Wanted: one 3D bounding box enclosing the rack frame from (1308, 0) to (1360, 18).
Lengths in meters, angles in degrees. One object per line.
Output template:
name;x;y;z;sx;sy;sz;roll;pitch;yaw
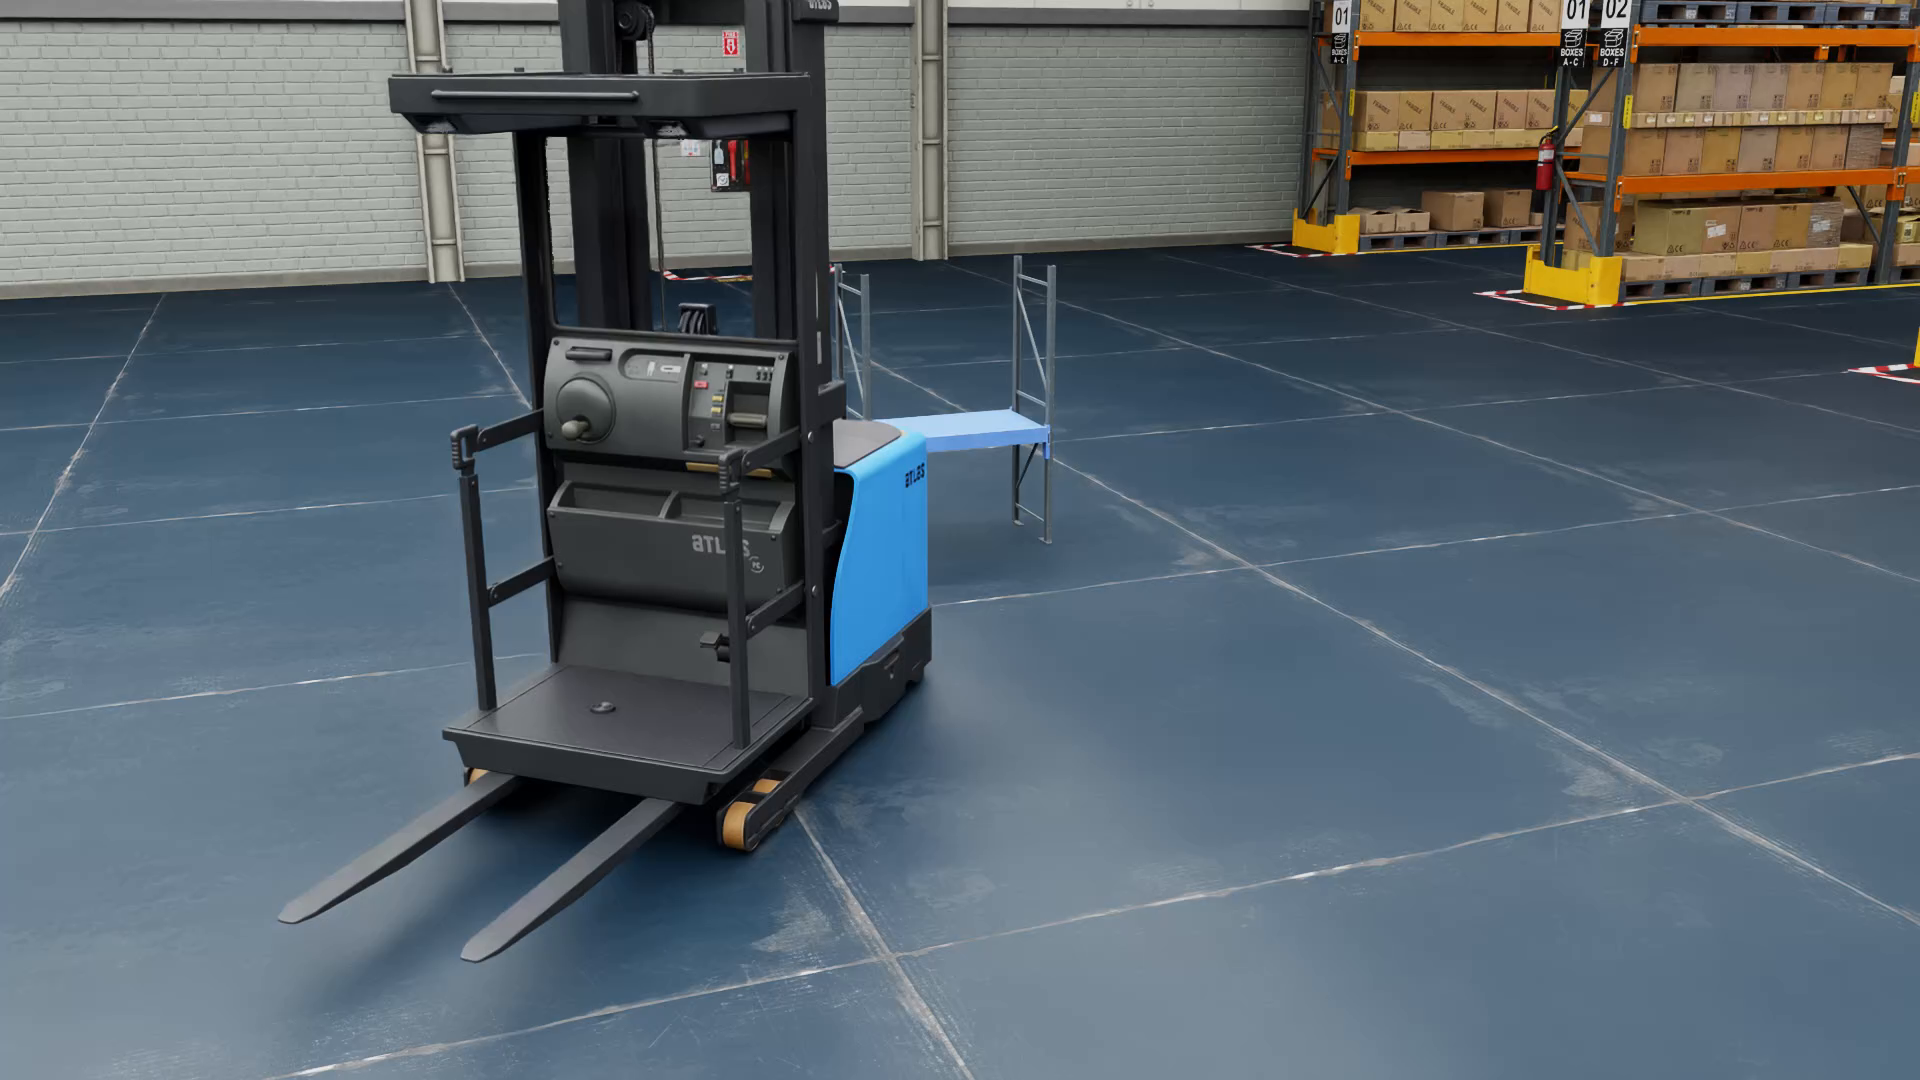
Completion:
rack frame;4.867;-8.258;21.249;0.127;3.000;1.000;-6;17;-20

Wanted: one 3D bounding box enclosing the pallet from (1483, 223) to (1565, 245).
pallet;7.988;-4.368;23.598;1.213;0.211;1.003;-6;17;-20

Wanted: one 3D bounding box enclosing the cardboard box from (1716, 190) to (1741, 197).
cardboard box;11.161;-5.090;24.764;0.500;0.500;0.700;-6;17;-20

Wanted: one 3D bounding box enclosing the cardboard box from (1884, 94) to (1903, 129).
cardboard box;13.839;-6.468;25.060;0.500;0.500;0.500;-6;17;-20

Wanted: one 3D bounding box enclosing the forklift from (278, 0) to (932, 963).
forklift;-1.097;-0.495;5.583;1.130;2.935;3.031;6;17;19

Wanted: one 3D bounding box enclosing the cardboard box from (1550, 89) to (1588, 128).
cardboard box;8.271;-5.951;22.941;0.500;0.500;0.500;-6;17;-20

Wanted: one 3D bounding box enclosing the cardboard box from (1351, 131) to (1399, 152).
cardboard box;5.436;-5.283;21.996;0.500;0.250;0.500;-7;18;-22

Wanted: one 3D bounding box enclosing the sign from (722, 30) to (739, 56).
sign;-2.756;-5.971;19.995;0.199;0.298;0.001;-6;17;-20

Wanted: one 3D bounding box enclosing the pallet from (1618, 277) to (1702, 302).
pallet;7.342;-2.827;18.350;1.213;0.211;1.003;-6;17;-20

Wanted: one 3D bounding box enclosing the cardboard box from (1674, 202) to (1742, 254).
cardboard box;8.152;-3.419;18.221;0.500;0.500;0.500;-6;17;-20

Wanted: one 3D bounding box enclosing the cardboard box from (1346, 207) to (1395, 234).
cardboard box;5.545;-4.347;22.568;0.500;0.311;0.500;-8;18;-26

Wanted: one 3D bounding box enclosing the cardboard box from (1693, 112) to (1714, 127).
cardboard box;7.802;-4.496;17.756;0.250;0.149;0.380;-6;18;-21

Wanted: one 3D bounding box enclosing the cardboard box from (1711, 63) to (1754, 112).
cardboard box;8.093;-4.902;17.987;0.500;0.500;0.700;-6;17;-20

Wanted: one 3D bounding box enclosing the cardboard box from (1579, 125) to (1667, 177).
cardboard box;7.084;-4.168;17.792;0.500;0.500;0.700;-6;17;-20

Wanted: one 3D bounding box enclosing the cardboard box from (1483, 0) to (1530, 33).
cardboard box;7.238;-7.050;22.247;0.500;0.500;0.500;-7;18;-22

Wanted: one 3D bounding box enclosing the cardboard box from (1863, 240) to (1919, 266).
cardboard box;10.844;-3.338;19.275;0.500;0.250;0.500;-7;18;-21

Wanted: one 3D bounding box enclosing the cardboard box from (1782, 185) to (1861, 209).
cardboard box;13.071;-5.396;25.219;0.750;0.750;0.750;-6;18;-21

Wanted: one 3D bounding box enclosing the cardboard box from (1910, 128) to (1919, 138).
cardboard box;14.404;-6.230;25.399;0.250;0.149;0.380;-6;17;-18

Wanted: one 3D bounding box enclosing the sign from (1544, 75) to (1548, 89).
sign;8.400;-6.484;23.800;0.005;0.325;0.100;-6;17;-20

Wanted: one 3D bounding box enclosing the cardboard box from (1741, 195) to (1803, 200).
cardboard box;9.369;-3.705;19.196;0.500;0.500;0.500;-6;17;-20

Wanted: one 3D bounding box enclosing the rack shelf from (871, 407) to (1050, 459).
rack shelf;-0.080;-0.538;8.908;1.000;0.185;0.538;-6;17;-20

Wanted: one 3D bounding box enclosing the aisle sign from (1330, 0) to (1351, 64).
aisle sign;4.907;-6.541;21.434;0.004;0.787;0.394;-6;17;-20

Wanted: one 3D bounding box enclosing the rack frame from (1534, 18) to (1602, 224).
rack frame;8.602;-5.783;23.468;0.127;3.000;1.000;-6;17;-20

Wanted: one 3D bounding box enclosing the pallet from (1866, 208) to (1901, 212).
pallet;14.238;-5.030;25.852;1.213;0.211;1.003;-6;17;-20

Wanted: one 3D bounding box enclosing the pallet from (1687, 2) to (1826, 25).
pallet;8.454;-5.662;17.889;1.213;0.211;1.003;-6;17;-20

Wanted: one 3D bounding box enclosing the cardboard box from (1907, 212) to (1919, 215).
cardboard box;11.323;-3.657;19.366;0.500;0.311;0.500;-6;18;-21

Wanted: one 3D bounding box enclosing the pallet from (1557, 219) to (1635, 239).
pallet;9.329;-4.524;24.129;1.213;0.211;1.003;-6;17;-20

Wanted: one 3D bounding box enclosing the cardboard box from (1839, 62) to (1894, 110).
cardboard box;9.966;-5.104;18.676;0.500;0.500;0.700;-6;17;-20

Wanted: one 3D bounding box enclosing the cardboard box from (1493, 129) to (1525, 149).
cardboard box;7.336;-5.490;22.701;0.500;0.250;0.500;-6;17;-20

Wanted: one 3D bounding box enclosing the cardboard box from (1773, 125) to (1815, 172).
cardboard box;9.006;-4.377;18.503;0.500;0.500;0.700;-6;17;-19

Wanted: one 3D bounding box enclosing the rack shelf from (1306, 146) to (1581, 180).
rack shelf;6.735;-5.236;22.882;4.000;0.370;1.077;-6;17;-20

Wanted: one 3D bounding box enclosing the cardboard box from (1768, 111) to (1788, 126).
cardboard box;8.768;-4.600;18.111;0.250;0.149;0.380;-6;17;-18

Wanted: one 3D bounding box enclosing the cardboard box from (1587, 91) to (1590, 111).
cardboard box;9.090;-6.084;23.536;0.500;0.500;0.700;-6;17;-20

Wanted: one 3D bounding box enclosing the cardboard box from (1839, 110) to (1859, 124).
cardboard box;9.726;-4.704;18.464;0.250;0.149;0.380;-7;18;-22

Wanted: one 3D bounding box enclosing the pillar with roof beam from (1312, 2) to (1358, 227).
pillar with roof beam;6.752;-7.424;18.407;0.400;9.000;9.100;-6;17;-20

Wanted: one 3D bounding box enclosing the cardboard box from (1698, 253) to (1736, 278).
cardboard box;8.156;-3.056;18.316;0.500;0.250;0.500;-6;17;-20

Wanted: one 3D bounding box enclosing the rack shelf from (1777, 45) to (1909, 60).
rack shelf;14.205;-7.482;25.206;4.000;0.370;1.077;-6;17;-20

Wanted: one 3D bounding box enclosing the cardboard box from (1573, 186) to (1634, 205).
cardboard box;9.284;-4.873;24.025;0.500;0.500;0.700;-6;17;-18

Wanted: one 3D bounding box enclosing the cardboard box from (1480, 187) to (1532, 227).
cardboard box;7.647;-4.680;23.366;0.500;0.500;0.500;-8;18;-24

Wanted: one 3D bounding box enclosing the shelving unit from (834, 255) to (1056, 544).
shelving unit;-0.080;-0.711;8.858;1.048;1.500;0.538;-6;17;-20

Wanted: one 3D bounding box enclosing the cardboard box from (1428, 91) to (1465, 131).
cardboard box;6.370;-5.744;22.234;0.500;0.500;0.500;-7;18;-22

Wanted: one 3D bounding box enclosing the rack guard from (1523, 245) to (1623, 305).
rack guard;6.621;-2.875;18.001;0.348;0.500;1.175;-6;17;-20

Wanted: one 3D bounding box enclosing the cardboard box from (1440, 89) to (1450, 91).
cardboard box;6.656;-5.933;22.877;0.500;0.500;0.500;-6;17;-19

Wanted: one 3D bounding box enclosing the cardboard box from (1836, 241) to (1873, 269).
cardboard box;10.023;-3.258;19.004;0.500;0.250;0.500;-6;17;-20

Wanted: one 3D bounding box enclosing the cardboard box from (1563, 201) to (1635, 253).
cardboard box;7.037;-3.451;18.331;0.500;0.500;0.500;-6;17;-20

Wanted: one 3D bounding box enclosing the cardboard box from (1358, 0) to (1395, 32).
cardboard box;5.269;-6.844;21.545;0.500;0.500;0.500;-6;17;-19
